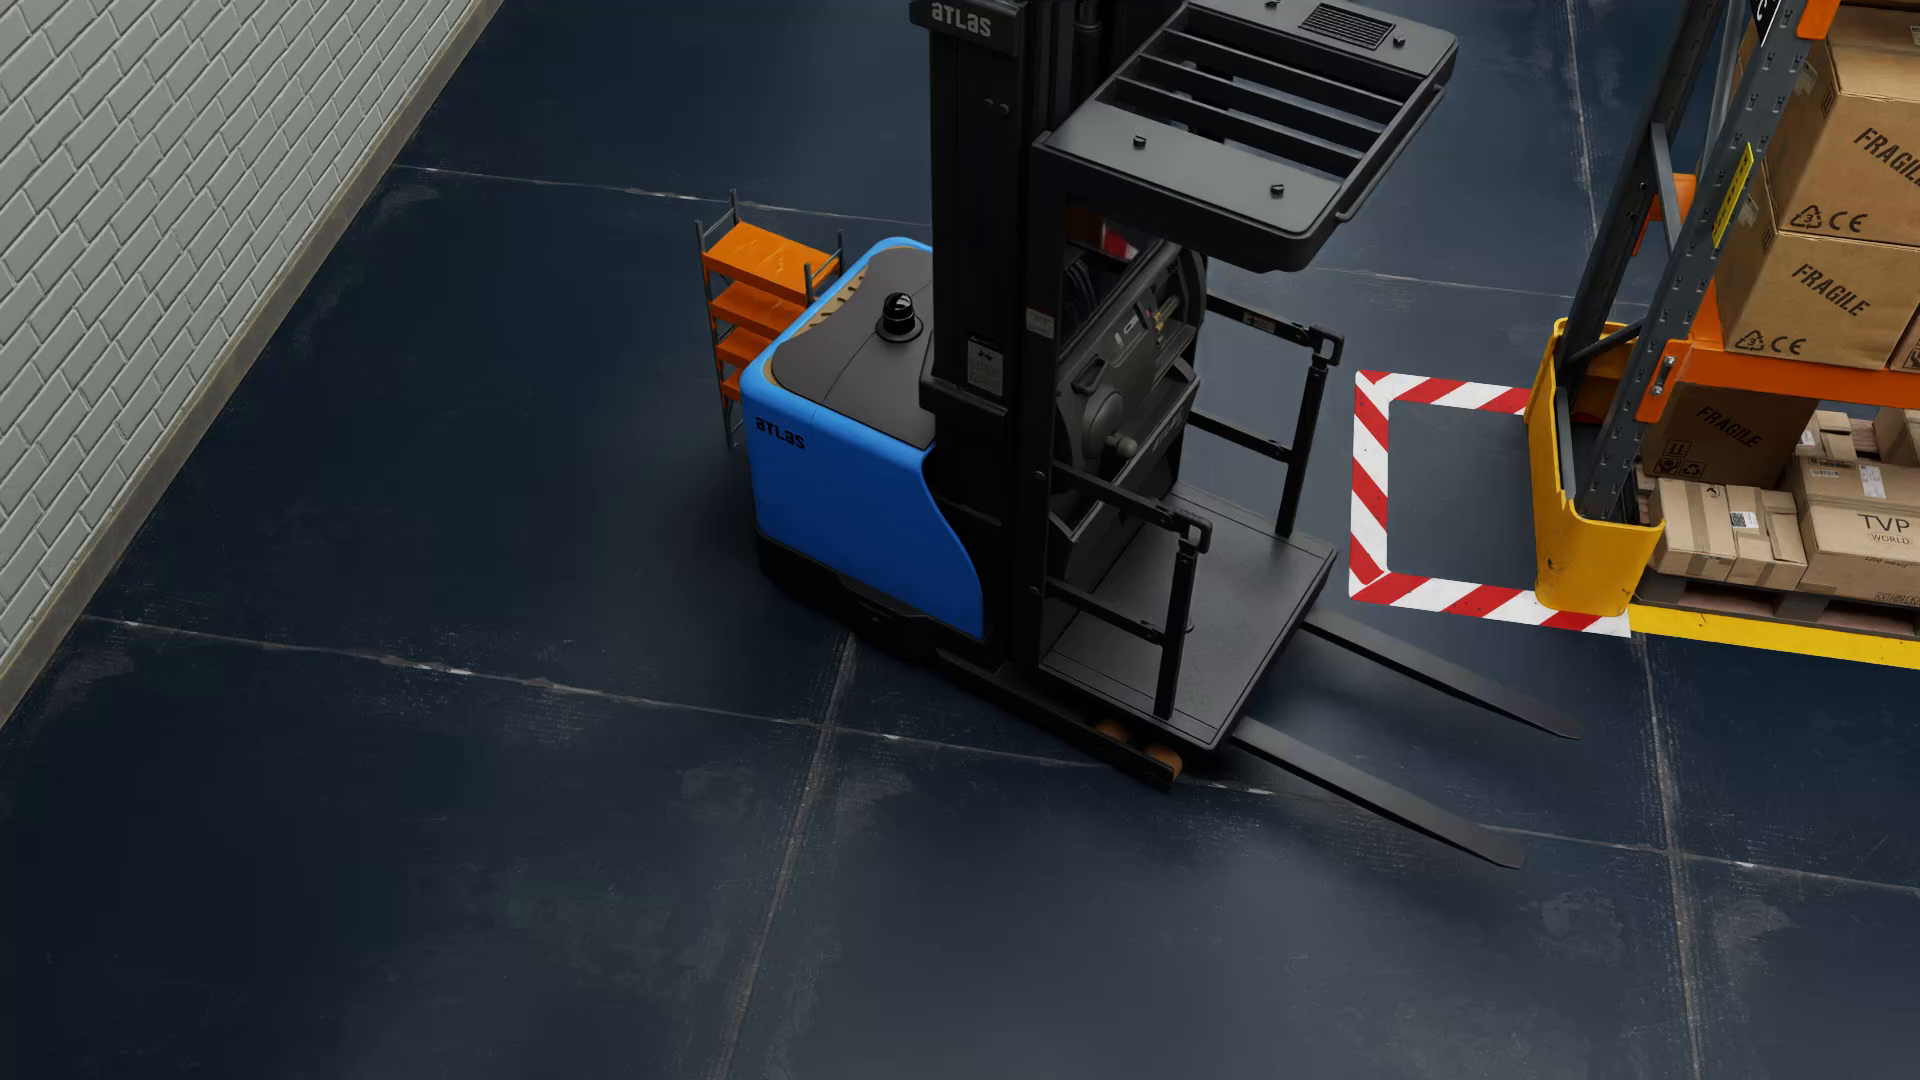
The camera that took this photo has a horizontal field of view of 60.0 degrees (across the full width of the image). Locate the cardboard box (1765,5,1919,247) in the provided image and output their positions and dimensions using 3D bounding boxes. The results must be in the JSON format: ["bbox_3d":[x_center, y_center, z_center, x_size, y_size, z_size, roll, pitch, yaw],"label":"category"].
[{"bbox_3d":[2.837,-1.271,5.108,0.500,0.500,0.500,9,49,8],"label":"cardboard box"}]

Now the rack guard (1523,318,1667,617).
[{"bbox_3d":[2.522,-0.310,6.664,0.348,0.500,1.175,8,49,7],"label":"rack guard"}]

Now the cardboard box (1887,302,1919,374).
[{"bbox_3d":[3.345,-0.873,5.422,0.500,0.500,0.500,7,48,6],"label":"cardboard box"}]

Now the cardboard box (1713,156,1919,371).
[{"bbox_3d":[2.837,-0.937,5.480,0.500,0.500,0.500,9,49,8],"label":"cardboard box"}]

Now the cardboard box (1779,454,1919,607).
[{"bbox_3d":[3.424,-0.038,6.292,0.500,0.250,0.500,8,49,7],"label":"cardboard box"}]

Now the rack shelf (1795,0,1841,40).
[{"bbox_3d":[4.415,-1.653,4.658,4.000,0.370,1.077,8,49,7],"label":"rack shelf"}]

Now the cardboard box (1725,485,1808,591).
[{"bbox_3d":[3.044,-0.015,6.328,0.250,0.166,0.380,8,49,7],"label":"cardboard box"}]

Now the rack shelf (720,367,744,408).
[{"bbox_3d":[-0.707,-0.583,6.797,0.480,0.148,0.258,24,52,20],"label":"rack shelf"}]

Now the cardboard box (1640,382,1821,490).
[{"bbox_3d":[3.026,-0.575,6.607,0.500,0.500,0.500,8,49,7],"label":"cardboard box"}]

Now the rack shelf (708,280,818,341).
[{"bbox_3d":[-0.707,-0.865,6.482,0.480,0.148,0.258,24,52,20],"label":"rack shelf"}]

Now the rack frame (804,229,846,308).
[{"bbox_3d":[-0.497,-0.668,6.516,0.015,1.200,0.240,24,52,20],"label":"rack frame"}]

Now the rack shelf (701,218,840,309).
[{"bbox_3d":[-0.707,-1.023,6.307,0.480,0.148,0.258,24,52,20],"label":"rack shelf"}]

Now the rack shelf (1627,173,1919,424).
[{"bbox_3d":[4.415,-0.650,5.773,4.000,0.370,1.077,8,49,7],"label":"rack shelf"}]

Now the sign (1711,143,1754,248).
[{"bbox_3d":[2.351,-1.047,5.065,0.005,0.325,0.100,8,49,7],"label":"sign"}]

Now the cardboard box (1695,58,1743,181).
[{"bbox_3d":[2.936,-1.329,5.832,0.500,0.500,0.500,9,49,8],"label":"cardboard box"}]

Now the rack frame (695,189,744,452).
[{"bbox_3d":[-0.917,-0.853,6.682,0.015,1.200,0.240,24,52,20],"label":"rack frame"}]

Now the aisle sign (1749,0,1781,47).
[{"bbox_3d":[2.327,-1.818,4.591,0.004,0.787,0.394,8,49,7],"label":"aisle sign"}]

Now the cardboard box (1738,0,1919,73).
[{"bbox_3d":[2.934,-1.665,5.462,0.500,0.500,0.500,7,48,6],"label":"cardboard box"}]

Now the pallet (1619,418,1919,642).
[{"bbox_3d":[3.306,-0.108,6.678,1.213,0.211,1.003,8,49,7],"label":"pallet"}]

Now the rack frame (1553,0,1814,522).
[{"bbox_3d":[2.447,-1.155,5.743,0.127,3.000,1.000,8,49,7],"label":"rack frame"}]

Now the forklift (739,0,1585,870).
[{"bbox_3d":[0.731,-0.557,5.252,3.031,2.935,1.130,25,53,21],"label":"forklift"}]

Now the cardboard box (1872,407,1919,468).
[{"bbox_3d":[3.955,-0.344,6.567,0.500,0.250,0.500,8,49,7],"label":"cardboard box"}]

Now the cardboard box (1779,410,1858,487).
[{"bbox_3d":[3.408,-0.344,6.624,0.250,0.166,0.380,8,49,7],"label":"cardboard box"}]

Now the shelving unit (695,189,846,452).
[{"bbox_3d":[-0.707,-0.761,6.599,0.503,1.200,0.258,24,52,20],"label":"shelving unit"}]

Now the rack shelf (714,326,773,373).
[{"bbox_3d":[-0.707,-0.716,6.649,0.480,0.148,0.258,24,52,20],"label":"rack shelf"}]

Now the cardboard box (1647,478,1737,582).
[{"bbox_3d":[2.798,-0.043,6.364,0.250,0.149,0.380,8,49,7],"label":"cardboard box"}]
